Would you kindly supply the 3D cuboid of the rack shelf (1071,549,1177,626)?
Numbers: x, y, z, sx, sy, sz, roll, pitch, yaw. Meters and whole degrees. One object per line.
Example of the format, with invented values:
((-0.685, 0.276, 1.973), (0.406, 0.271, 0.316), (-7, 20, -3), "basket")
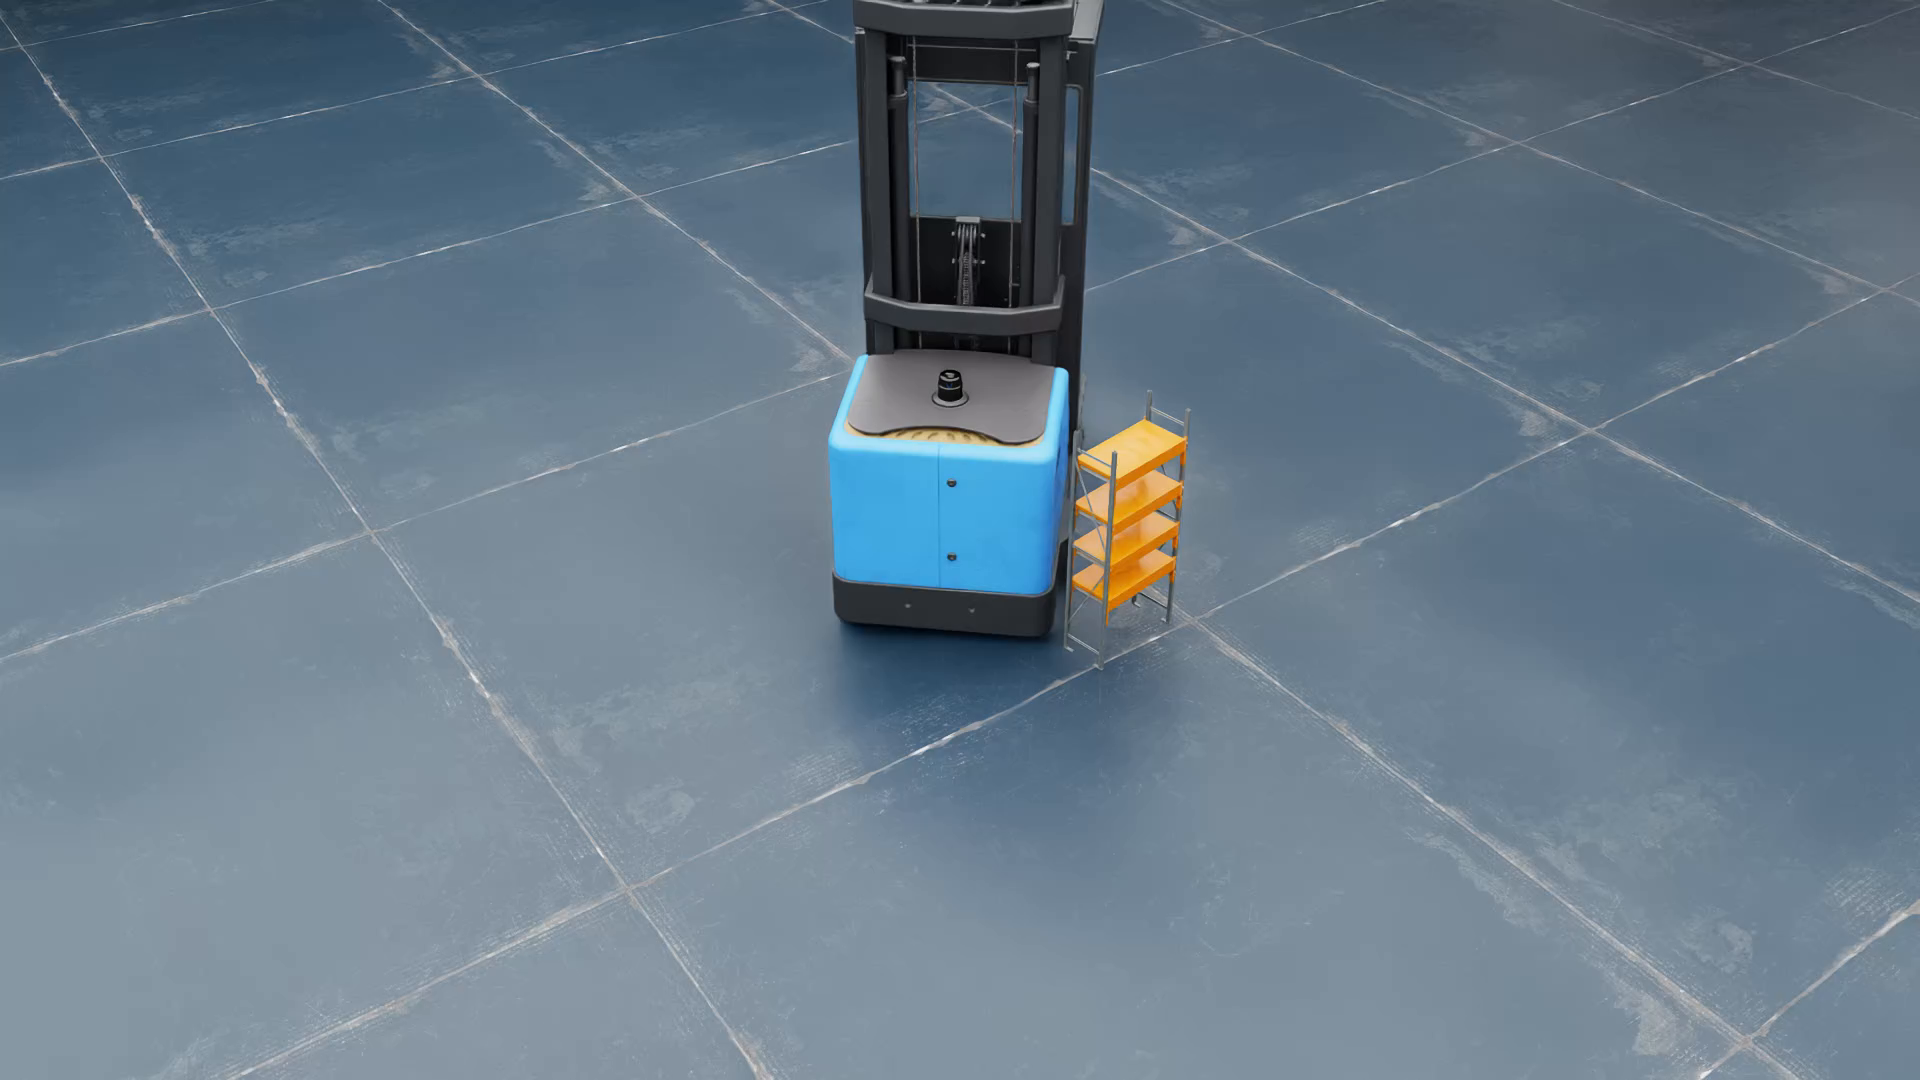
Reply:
((0.752, 0.184, 7.735), (0.480, 0.148, 0.258), (-30, 45, -35), "rack shelf")

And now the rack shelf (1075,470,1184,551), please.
((0.752, -0.159, 7.489), (0.480, 0.148, 0.258), (-30, 45, -35), "rack shelf")

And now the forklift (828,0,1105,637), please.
((0.102, -1.585, 8.257), (1.130, 2.935, 3.031), (4, 36, 6), "forklift")

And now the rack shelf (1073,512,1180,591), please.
((0.752, 0.023, 7.619), (0.480, 0.148, 0.258), (-30, 45, -35), "rack shelf")

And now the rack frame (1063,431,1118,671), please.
((0.578, 0.068, 7.442), (0.015, 1.200, 0.240), (-30, 45, -35), "rack frame")

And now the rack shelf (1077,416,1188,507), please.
((0.752, -0.351, 7.351), (0.480, 0.148, 0.258), (-30, 45, -35), "rack shelf")

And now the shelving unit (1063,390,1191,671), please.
((0.752, -0.032, 7.580), (0.503, 1.200, 0.258), (-30, 45, -35), "shelving unit")

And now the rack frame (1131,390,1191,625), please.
((0.926, -0.132, 7.719), (0.015, 1.200, 0.240), (-30, 45, -35), "rack frame")
